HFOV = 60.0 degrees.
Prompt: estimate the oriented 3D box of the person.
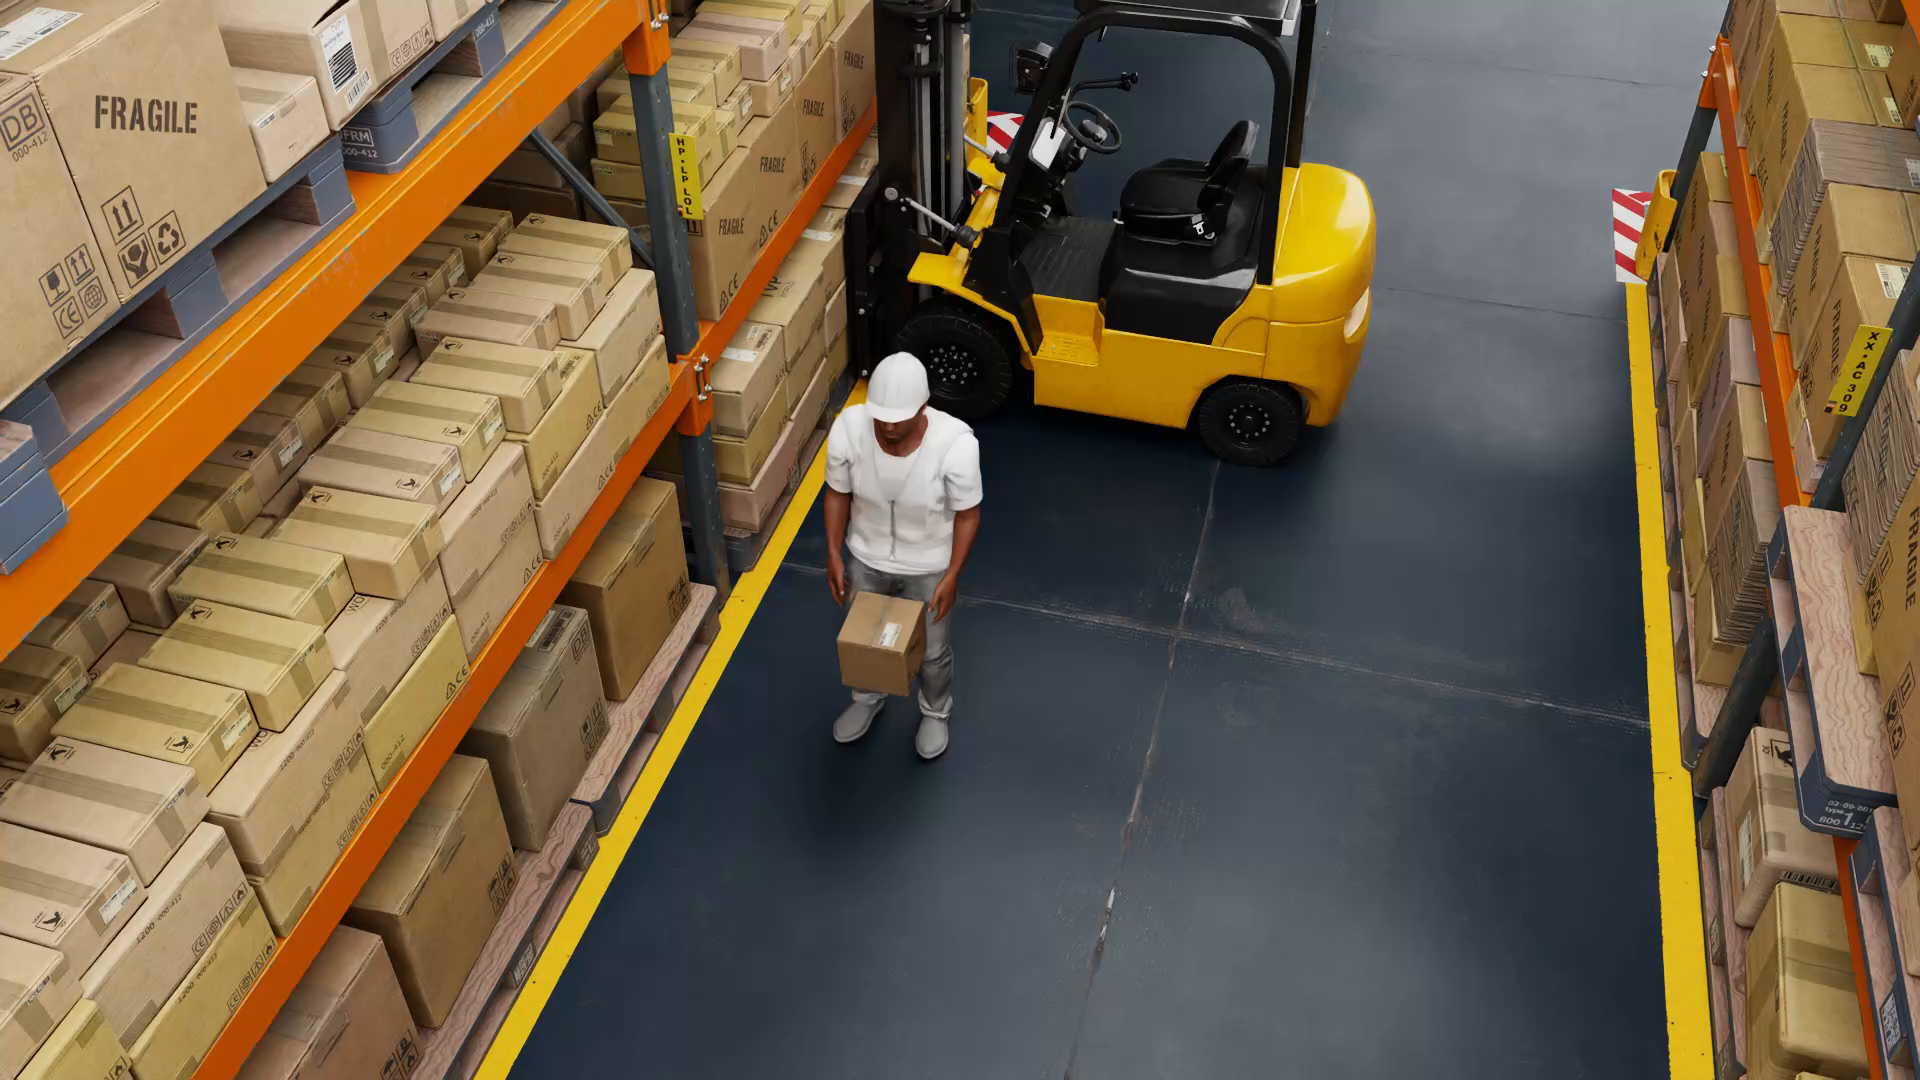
[{"bbox_3d":[-0.201,0.077,6.055,0.636,1.760,0.454,9,42,10],"label":"person"}]
